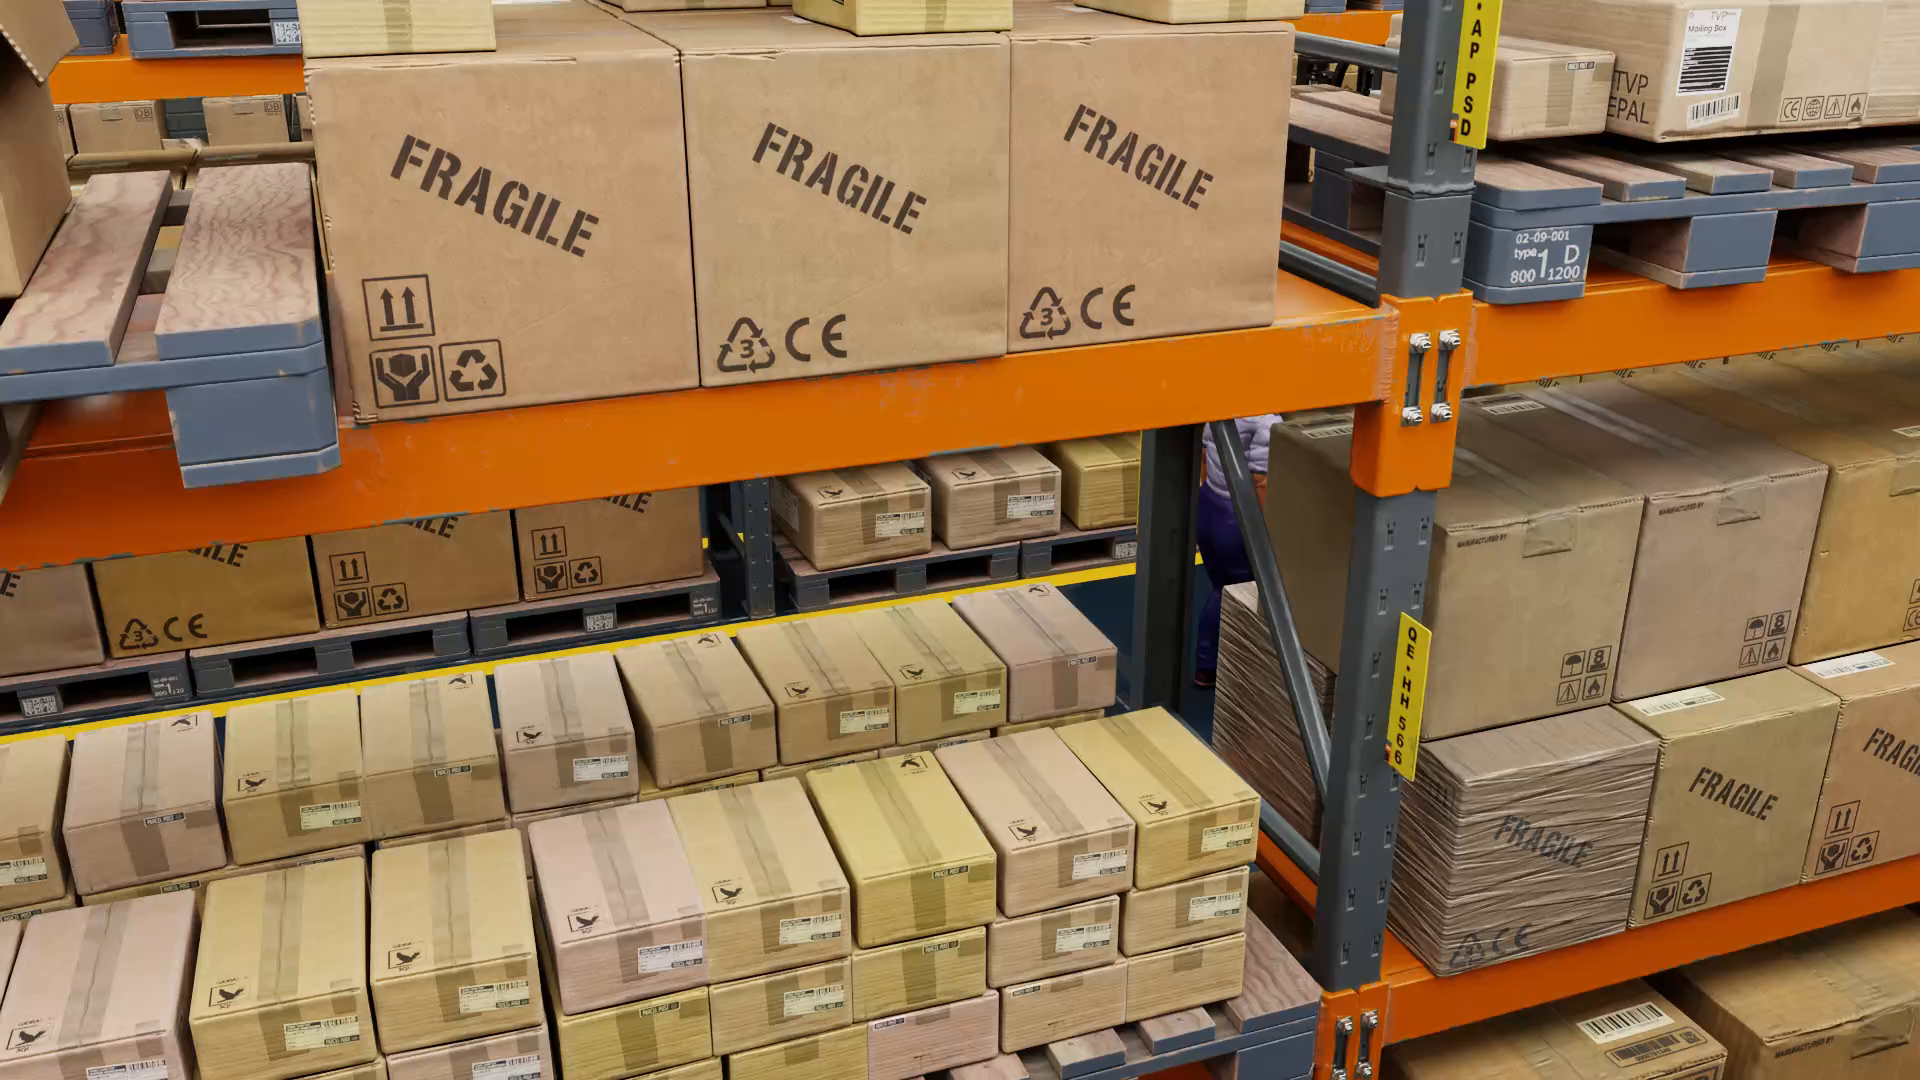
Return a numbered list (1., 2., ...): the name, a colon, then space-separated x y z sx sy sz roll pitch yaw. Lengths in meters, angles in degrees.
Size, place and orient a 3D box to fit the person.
1. person: 1.232 -0.060 7.248 0.368 1.650 0.555 -10 25 -22
